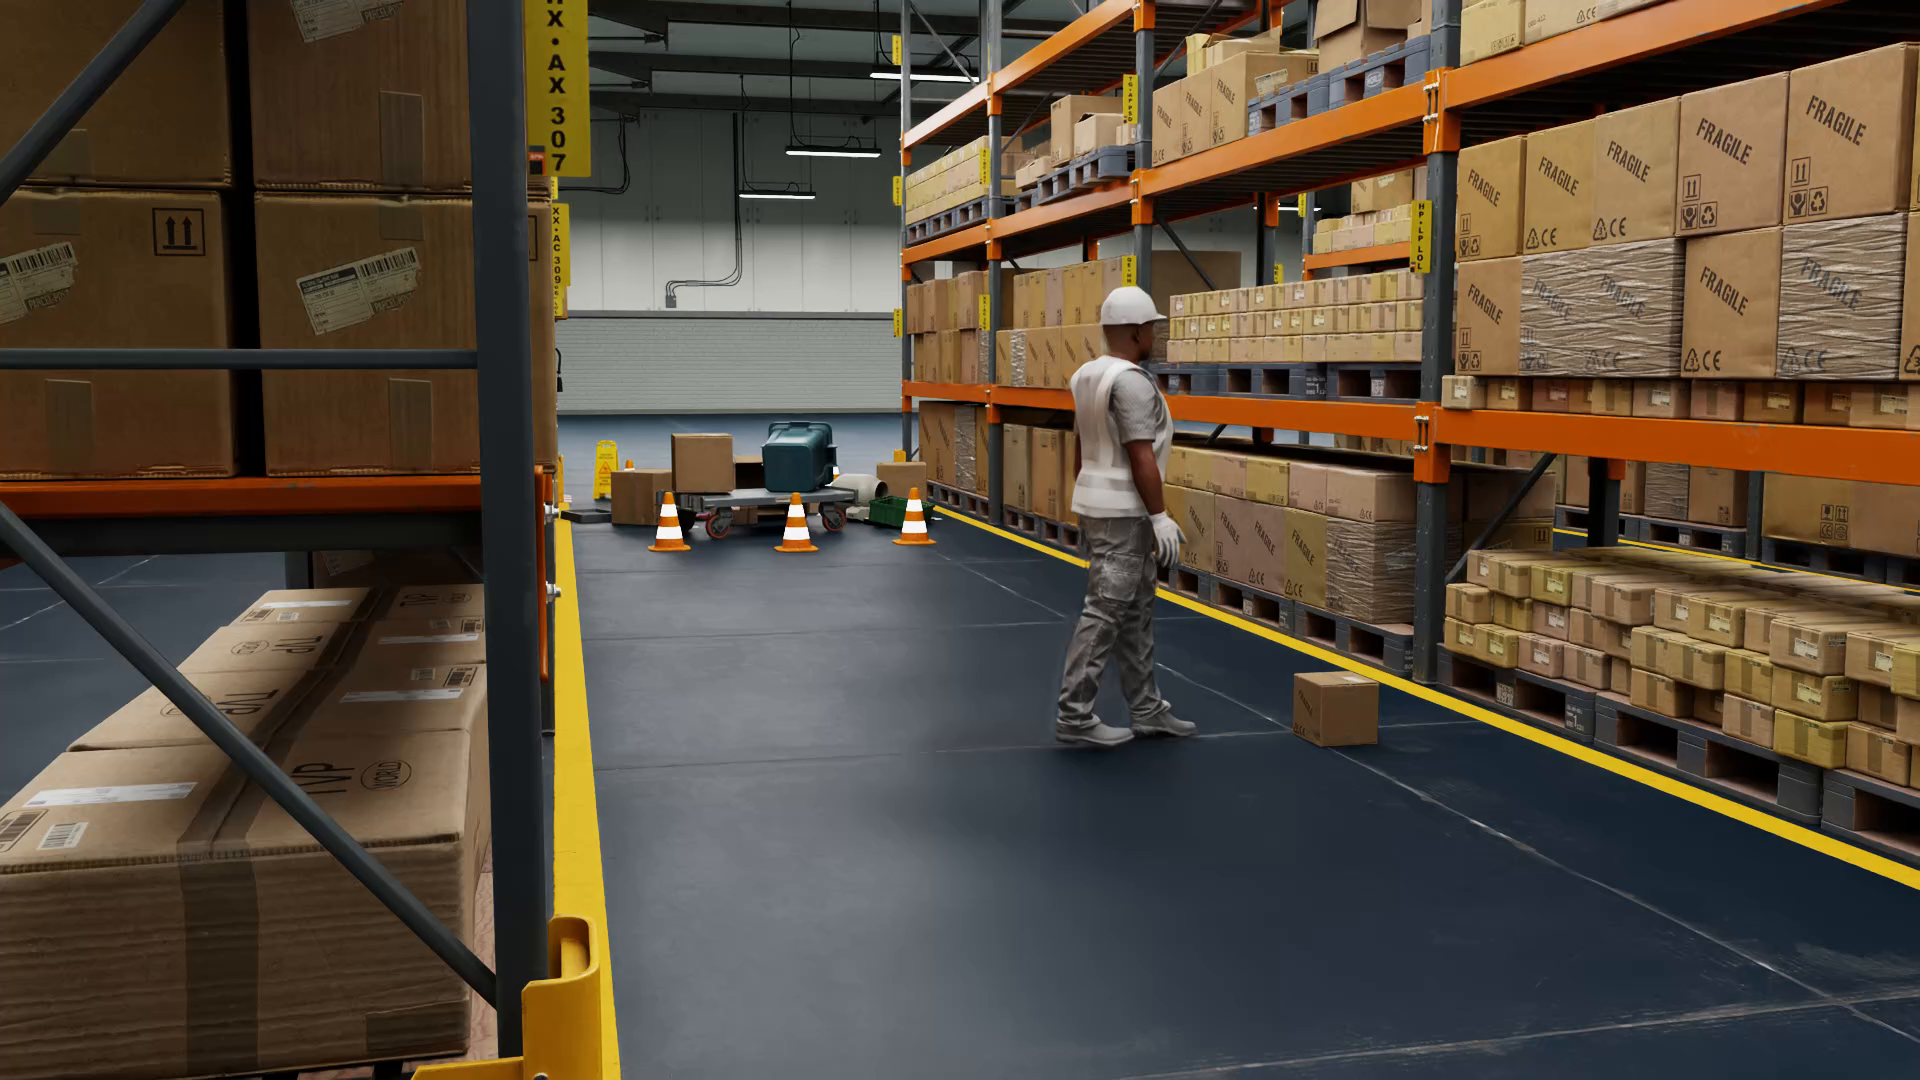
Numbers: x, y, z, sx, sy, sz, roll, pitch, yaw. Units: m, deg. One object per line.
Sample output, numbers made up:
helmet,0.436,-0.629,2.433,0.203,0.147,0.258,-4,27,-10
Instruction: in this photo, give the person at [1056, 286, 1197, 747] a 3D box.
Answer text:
person,0.688,-0.077,6.475,0.640,1.801,0.586,-1,6,-10
